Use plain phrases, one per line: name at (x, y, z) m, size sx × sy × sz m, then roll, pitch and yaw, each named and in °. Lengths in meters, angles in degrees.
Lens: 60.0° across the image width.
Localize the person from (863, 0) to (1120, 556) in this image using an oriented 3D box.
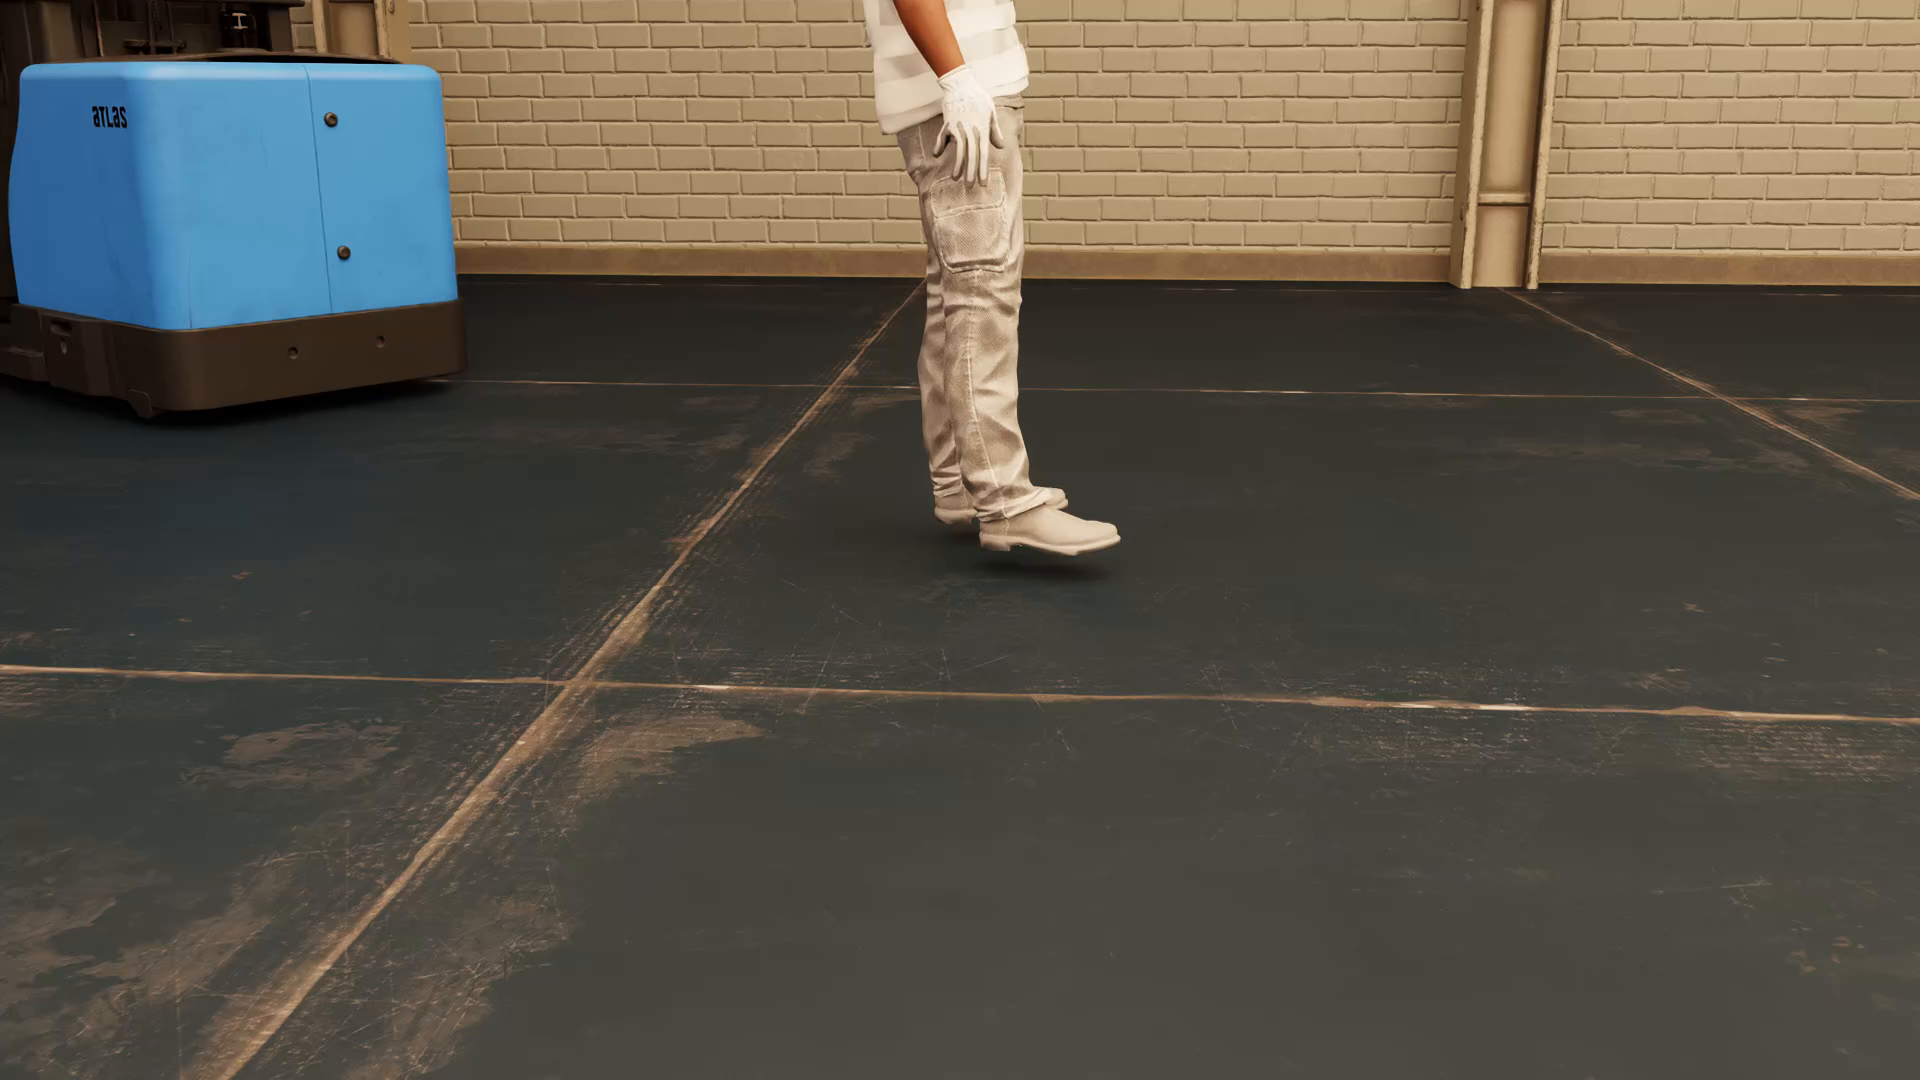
person at (0.071, -0.903, 3.554) m, size 0.575 × 1.784 × 0.657 m, roll 1°, pitch 15°, yaw 4°

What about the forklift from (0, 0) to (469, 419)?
forklift at (-3.141, -2.075, 5.862) m, size 3.031 × 2.935 × 1.130 m, roll 12°, pitch 19°, yaw 38°
